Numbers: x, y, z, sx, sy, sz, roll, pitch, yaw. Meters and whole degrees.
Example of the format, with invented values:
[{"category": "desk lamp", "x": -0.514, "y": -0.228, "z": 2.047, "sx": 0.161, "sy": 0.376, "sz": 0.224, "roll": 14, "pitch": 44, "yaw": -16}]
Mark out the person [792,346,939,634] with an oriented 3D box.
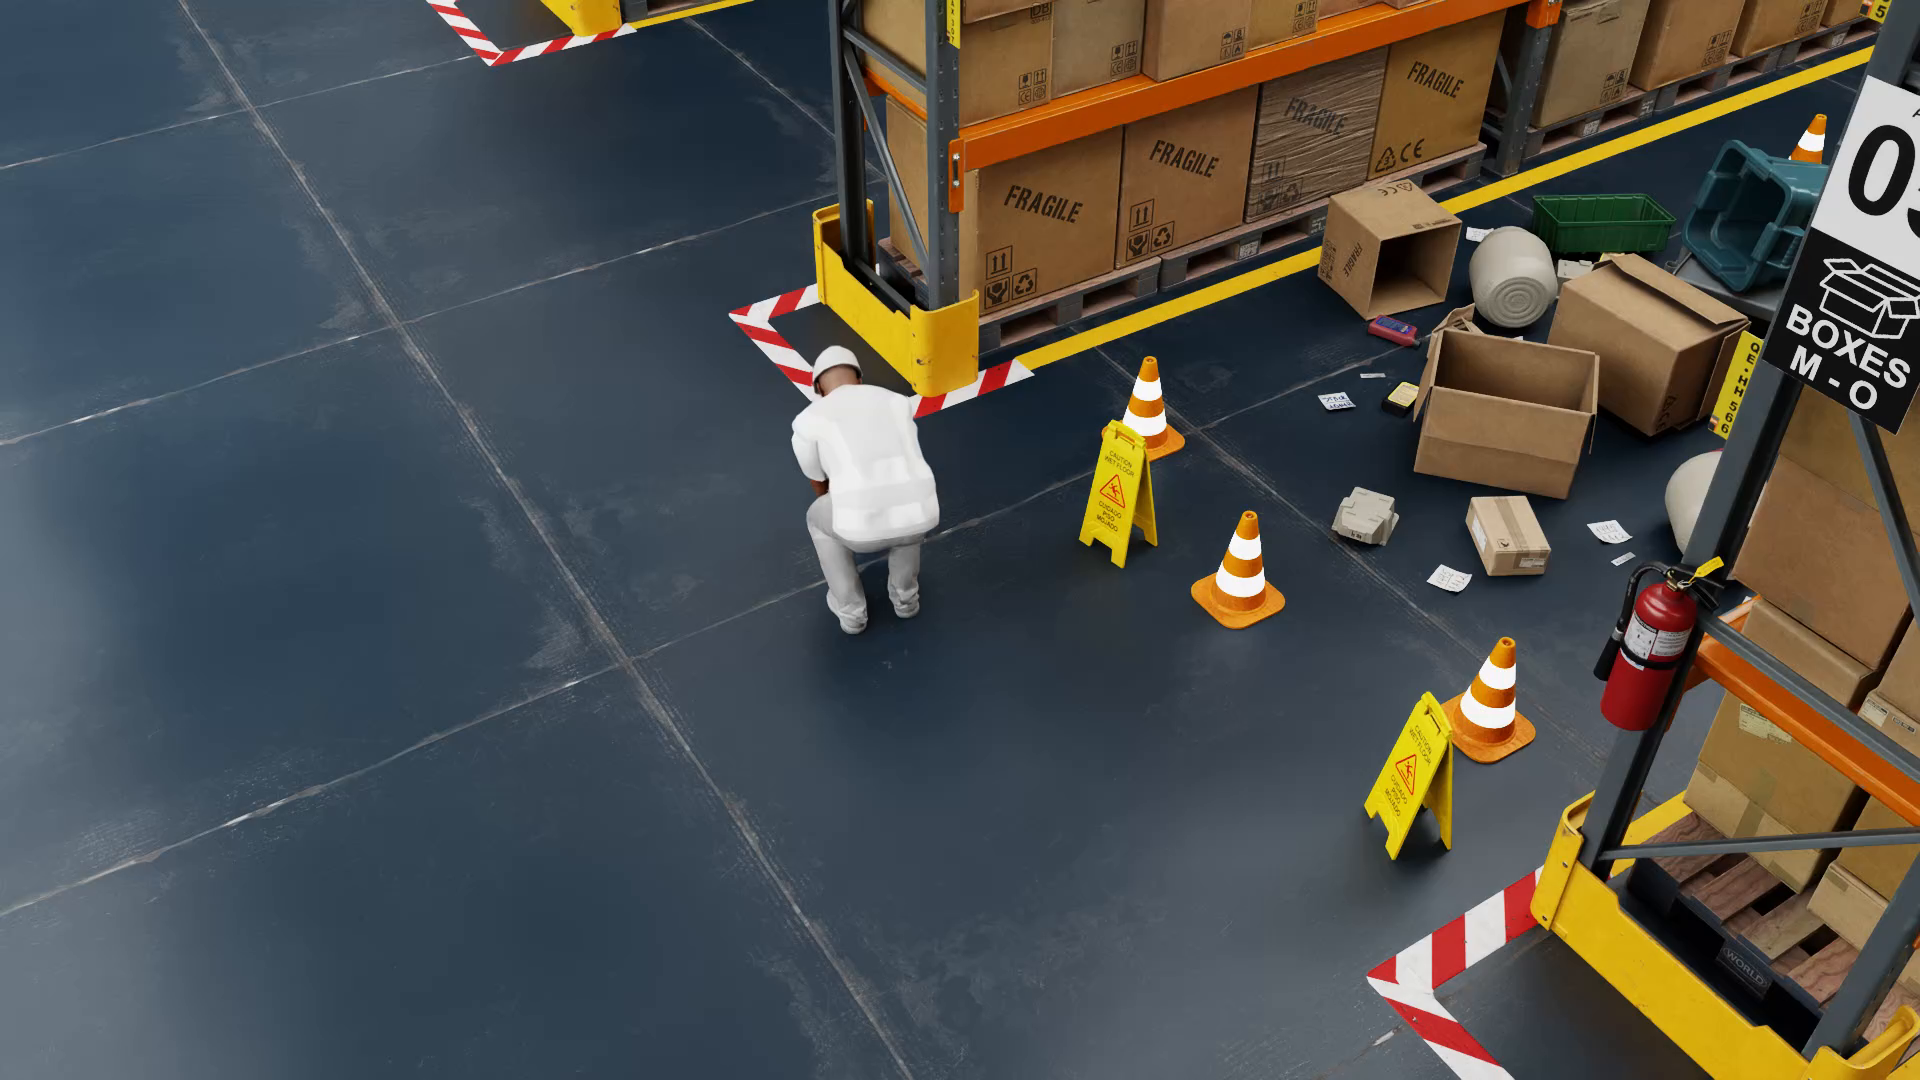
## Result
[{"category": "person", "x": -0.407, "y": -0.183, "z": 6.944, "sx": 0.521, "sy": 1.001, "sz": 0.960, "roll": -11, "pitch": 42, "yaw": -12}]
